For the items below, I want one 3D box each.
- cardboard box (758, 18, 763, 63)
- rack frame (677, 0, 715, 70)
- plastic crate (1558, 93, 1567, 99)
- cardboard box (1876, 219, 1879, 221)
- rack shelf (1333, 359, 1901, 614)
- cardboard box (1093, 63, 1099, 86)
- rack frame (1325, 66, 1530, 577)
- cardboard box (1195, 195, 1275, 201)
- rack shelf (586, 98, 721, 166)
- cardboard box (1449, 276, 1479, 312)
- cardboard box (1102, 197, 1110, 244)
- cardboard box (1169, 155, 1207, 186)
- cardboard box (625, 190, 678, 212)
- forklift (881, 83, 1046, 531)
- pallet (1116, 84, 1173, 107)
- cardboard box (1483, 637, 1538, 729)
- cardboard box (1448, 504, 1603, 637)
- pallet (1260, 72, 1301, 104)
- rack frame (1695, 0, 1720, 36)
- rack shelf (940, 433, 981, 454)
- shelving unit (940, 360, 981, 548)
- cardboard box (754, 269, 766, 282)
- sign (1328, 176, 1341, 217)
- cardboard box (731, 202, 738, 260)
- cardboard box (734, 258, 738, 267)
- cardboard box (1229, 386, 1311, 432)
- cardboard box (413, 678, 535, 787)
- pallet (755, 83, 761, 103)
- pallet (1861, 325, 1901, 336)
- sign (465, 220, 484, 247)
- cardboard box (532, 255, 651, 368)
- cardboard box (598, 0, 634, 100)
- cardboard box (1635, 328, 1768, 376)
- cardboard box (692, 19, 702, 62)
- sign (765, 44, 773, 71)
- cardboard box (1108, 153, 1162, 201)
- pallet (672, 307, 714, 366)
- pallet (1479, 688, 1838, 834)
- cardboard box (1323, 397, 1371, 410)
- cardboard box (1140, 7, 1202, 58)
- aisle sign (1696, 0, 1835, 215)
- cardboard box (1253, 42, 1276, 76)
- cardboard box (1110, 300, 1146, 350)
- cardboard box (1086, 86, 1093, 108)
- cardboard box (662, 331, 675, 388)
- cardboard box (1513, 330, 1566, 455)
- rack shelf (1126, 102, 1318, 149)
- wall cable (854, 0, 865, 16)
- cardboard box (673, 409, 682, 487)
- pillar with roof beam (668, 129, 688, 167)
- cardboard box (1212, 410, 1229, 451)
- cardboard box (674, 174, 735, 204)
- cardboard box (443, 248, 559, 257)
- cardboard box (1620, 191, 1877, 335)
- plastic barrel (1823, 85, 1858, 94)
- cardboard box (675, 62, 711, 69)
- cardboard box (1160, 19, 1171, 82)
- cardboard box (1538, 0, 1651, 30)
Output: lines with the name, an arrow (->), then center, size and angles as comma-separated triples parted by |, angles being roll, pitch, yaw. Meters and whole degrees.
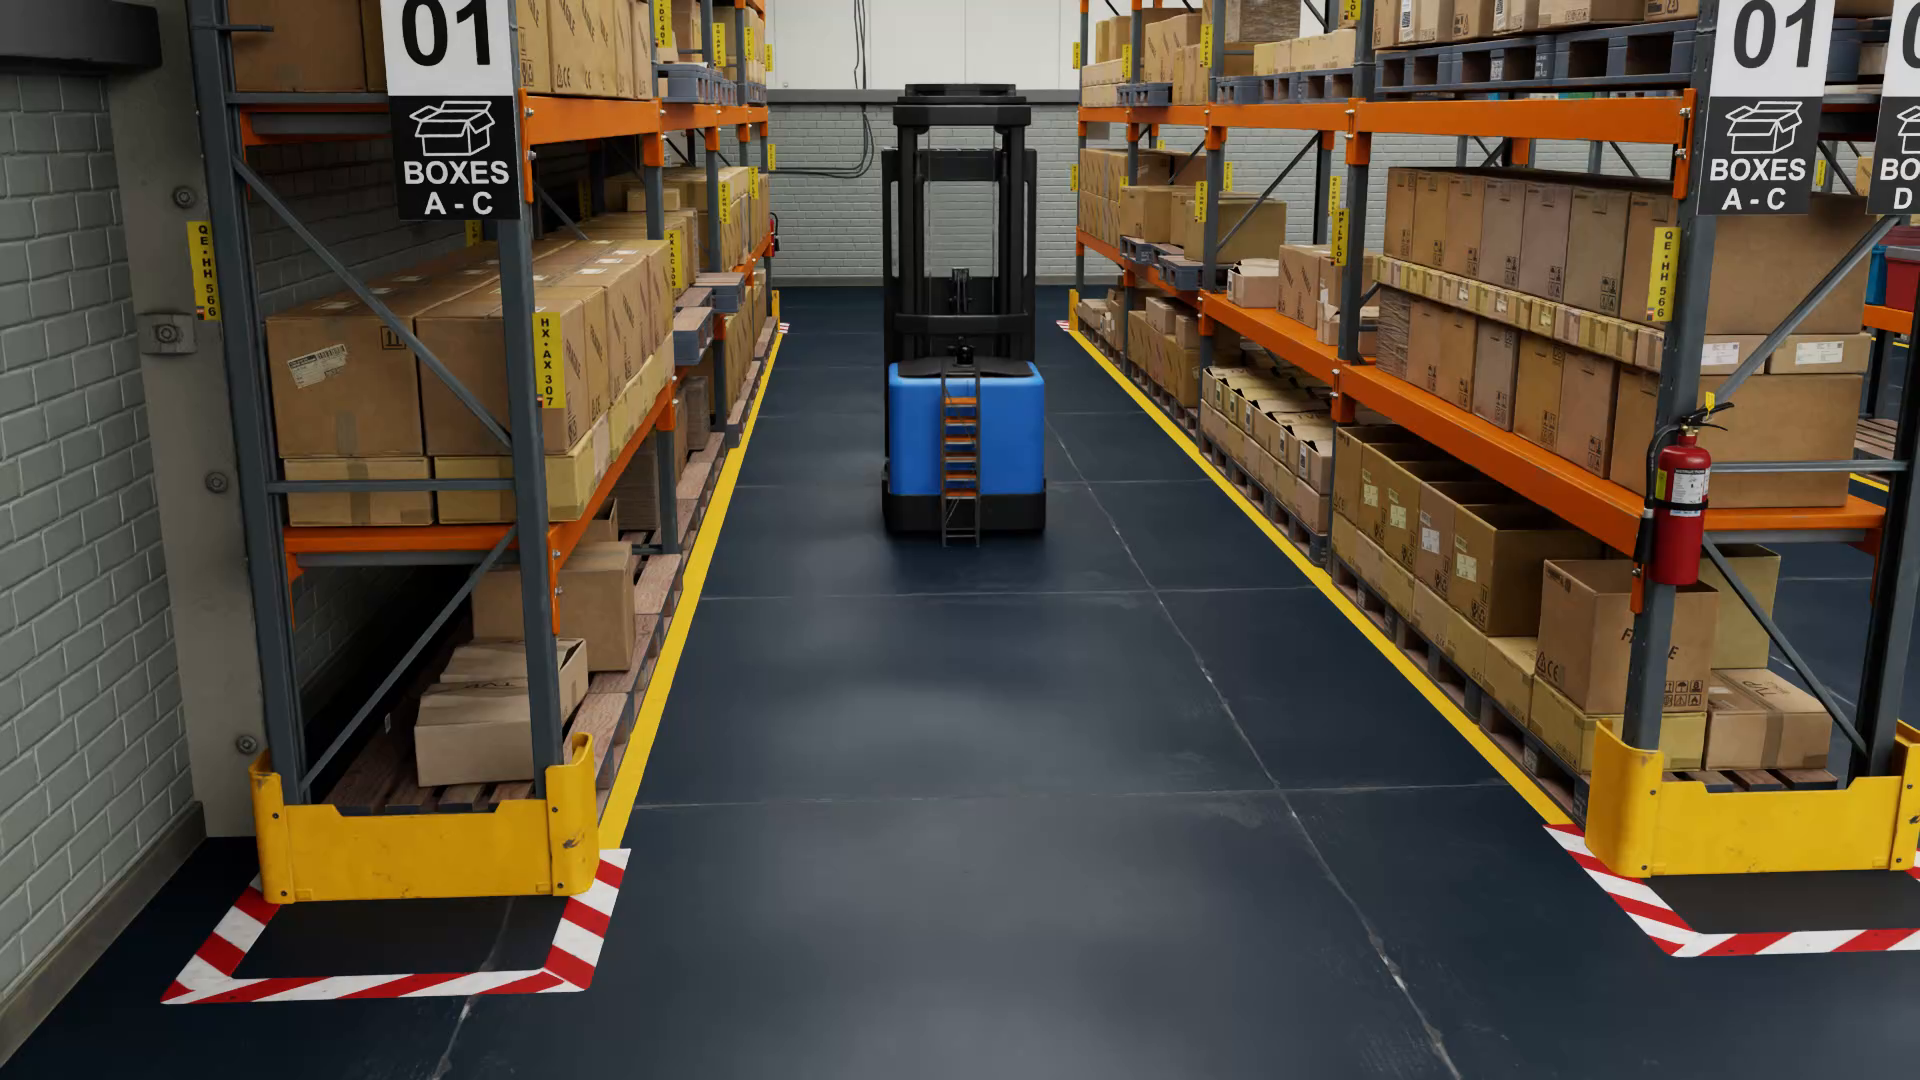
cardboard box -> -2.591, -5.852, 19.486 | 0.500, 0.500, 0.500 | 0, 14, -2
rack frame -> -2.433, -5.076, 12.694 | 1.000, 3.000, 0.127 | -1, 14, -3
plastic crate -> 6.832, -4.911, 18.410 | 0.416, 0.233, 0.300 | -1, 14, -3
cardboard box -> 11.661, -3.919, 20.741 | 0.380, 0.149, 0.250 | -1, 14, -5
rack shelf -> 2.883, -0.407, 8.032 | 1.077, 0.370, 4.000 | -1, 14, -3
cardboard box -> 1.849, -5.479, 19.579 | 0.500, 0.250, 0.500 | -1, 14, -3
rack frame -> 2.759, -1.253, 9.876 | 1.000, 3.000, 0.127 | -1, 14, -3
cardboard box -> 2.494, -2.885, 15.175 | 0.700, 0.500, 0.500 | 2, 15, 7
rack shelf -> -2.309, -2.777, 11.224 | 1.077, 0.370, 4.000 | -1, 14, -3
cardboard box -> 2.666, -1.225, 8.266 | 0.380, 0.149, 0.250 | -1, 14, -5
cardboard box -> 1.909, -3.667, 19.059 | 0.500, 0.500, 0.500 | -1, 14, -2
cardboard box -> 2.515, -3.897, 17.944 | 0.500, 0.500, 0.500 | -1, 14, -2
cardboard box -> -2.347, -2.581, 12.652 | 0.380, 0.149, 0.250 | -3, 15, -13
forklift -> -0.017, -1.792, 12.109 | 1.130, 2.935, 3.031 | -1, 14, -2
pallet -> 2.234, -4.441, 16.624 | 1.213, 0.211, 1.003 | -1, 14, -3
cardboard box -> 2.636, 0.617, 7.283 | 0.500, 0.250, 0.500 | -1, 14, -3
cardboard box -> 2.600, 0.130, 7.673 | 0.500, 0.500, 0.500 | -1, 14, -3
pallet -> 2.715, -3.163, 11.661 | 1.003, 0.211, 1.213 | 0, 14, -1
rack frame -> 3.007, -3.163, 5.262 | 1.000, 3.000, 0.127 | -1, 14, -3
rack shelf -> 0.004, -0.624, 10.742 | 0.258, 0.103, 0.180 | -1, 14, -3
shelving unit -> 0.004, -0.551, 10.761 | 0.258, 1.200, 0.189 | -1, 14, -3
cardboard box -> -2.595, -3.265, 20.569 | 0.380, 0.149, 0.250 | -1, 14, -4
sign -> 3.065, -2.818, 13.635 | 0.100, 0.325, 0.005 | -1, 14, -3
cardboard box -> -2.260, -2.751, 14.861 | 0.500, 0.500, 0.500 | -1, 14, -4
cardboard box -> -2.343, -2.719, 16.039 | 0.380, 0.149, 0.250 | -1, 14, -3
cardboard box -> 2.321, -0.999, 12.439 | 0.500, 0.311, 0.500 | -1, 14, -5
cardboard box -> -1.890, 0.735, 6.663 | 0.500, 0.311, 0.500 | -3, 15, -10
pallet -> -2.793, -5.081, 18.913 | 1.003, 0.211, 1.213 | -1, 14, -3
pallet -> 12.031, -2.841, 21.645 | 1.003, 0.211, 1.213 | -1, 14, -3
sign -> -2.739, -1.727, 9.394 | 0.100, 0.325, 0.005 | -1, 14, -3
cardboard box -> -1.790, -1.113, 8.090 | 0.500, 0.500, 0.500 | -1, 14, -5
cardboard box -> -1.888, -2.439, 8.224 | 0.500, 0.500, 0.500 | -2, 15, -8
cardboard box -> 2.793, -0.713, 6.274 | 0.380, 0.149, 0.250 | -1, 14, -4
cardboard box -> -2.627, -4.273, 14.510 | 0.700, 0.500, 0.500 | 0, 14, -1
sign -> -2.386, -6.008, 20.719 | 0.100, 0.325, 0.005 | -1, 14, -3
cardboard box -> 1.939, -4.024, 18.440 | 0.500, 0.500, 0.500 | -1, 14, -5
pallet -> -2.087, -1.275, 10.347 | 1.003, 0.211, 1.213 | -1, 14, -3
pallet -> 2.918, 0.903, 7.094 | 1.003, 0.211, 1.213 | -1, 14, -3
cardboard box -> 2.886, -0.885, 11.997 | 0.500, 0.311, 0.500 | 0, 14, -2
cardboard box -> 2.195, -5.348, 17.566 | 0.700, 0.500, 0.500 | -1, 14, -3
aisle sign -> 2.718, -1.496, 5.605 | 0.394, 0.787, 0.004 | -1, 14, -3
cardboard box -> 2.596, -3.719, 12.900 | 0.500, 0.250, 0.500 | -2, 15, -8
cardboard box -> 1.945, -2.382, 18.399 | 0.500, 0.500, 0.500 | -1, 14, -3
cardboard box -> 1.812, -5.361, 20.124 | 0.500, 0.250, 0.500 | -1, 14, -3
cardboard box -> -1.853, -0.999, 9.152 | 0.500, 0.250, 0.500 | -1, 14, -3
cardboard box -> 2.928, -0.677, 7.437 | 0.700, 0.500, 0.500 | -1, 14, -3
rack shelf -> 2.387, -3.849, 15.391 | 1.077, 0.370, 4.000 | -1, 14, -3
wall cable -> -0.222, -9.461, 25.835 | 3.097, 2.526, 0.112 | -1, 14, -3
cardboard box -> -2.320, -0.616, 11.534 | 0.700, 0.500, 0.500 | -1, 14, -3
pillar with roof beam -> 0.338, -7.790, 23.243 | 9.100, 9.000, 0.400 | -1, 14, -3
cardboard box -> 2.283, -0.860, 13.023 | 0.500, 0.250, 0.500 | -1, 14, -5
cardboard box -> -2.272, -3.110, 14.753 | 0.500, 0.250, 0.500 | -1, 14, -3
cardboard box -> -2.336, -1.227, 8.531 | 0.500, 0.500, 0.500 | -1, 14, -4
cardboard box -> 2.987, -1.064, 6.339 | 0.700, 0.500, 0.500 | -1, 14, -3
plastic barrel -> 7.169, -3.748, 13.330 | 0.421, 0.512, 0.421 | 0, 14, 0
cardboard box -> -2.119, -3.415, 12.397 | 0.500, 0.311, 0.500 | -1, 14, -3
cardboard box -> 2.285, -4.703, 16.022 | 0.600, 0.600, 0.600 | -1, 14, -4
cardboard box -> 2.672, -2.192, 6.682 | 0.500, 0.250, 0.500 | -1, 14, -3
